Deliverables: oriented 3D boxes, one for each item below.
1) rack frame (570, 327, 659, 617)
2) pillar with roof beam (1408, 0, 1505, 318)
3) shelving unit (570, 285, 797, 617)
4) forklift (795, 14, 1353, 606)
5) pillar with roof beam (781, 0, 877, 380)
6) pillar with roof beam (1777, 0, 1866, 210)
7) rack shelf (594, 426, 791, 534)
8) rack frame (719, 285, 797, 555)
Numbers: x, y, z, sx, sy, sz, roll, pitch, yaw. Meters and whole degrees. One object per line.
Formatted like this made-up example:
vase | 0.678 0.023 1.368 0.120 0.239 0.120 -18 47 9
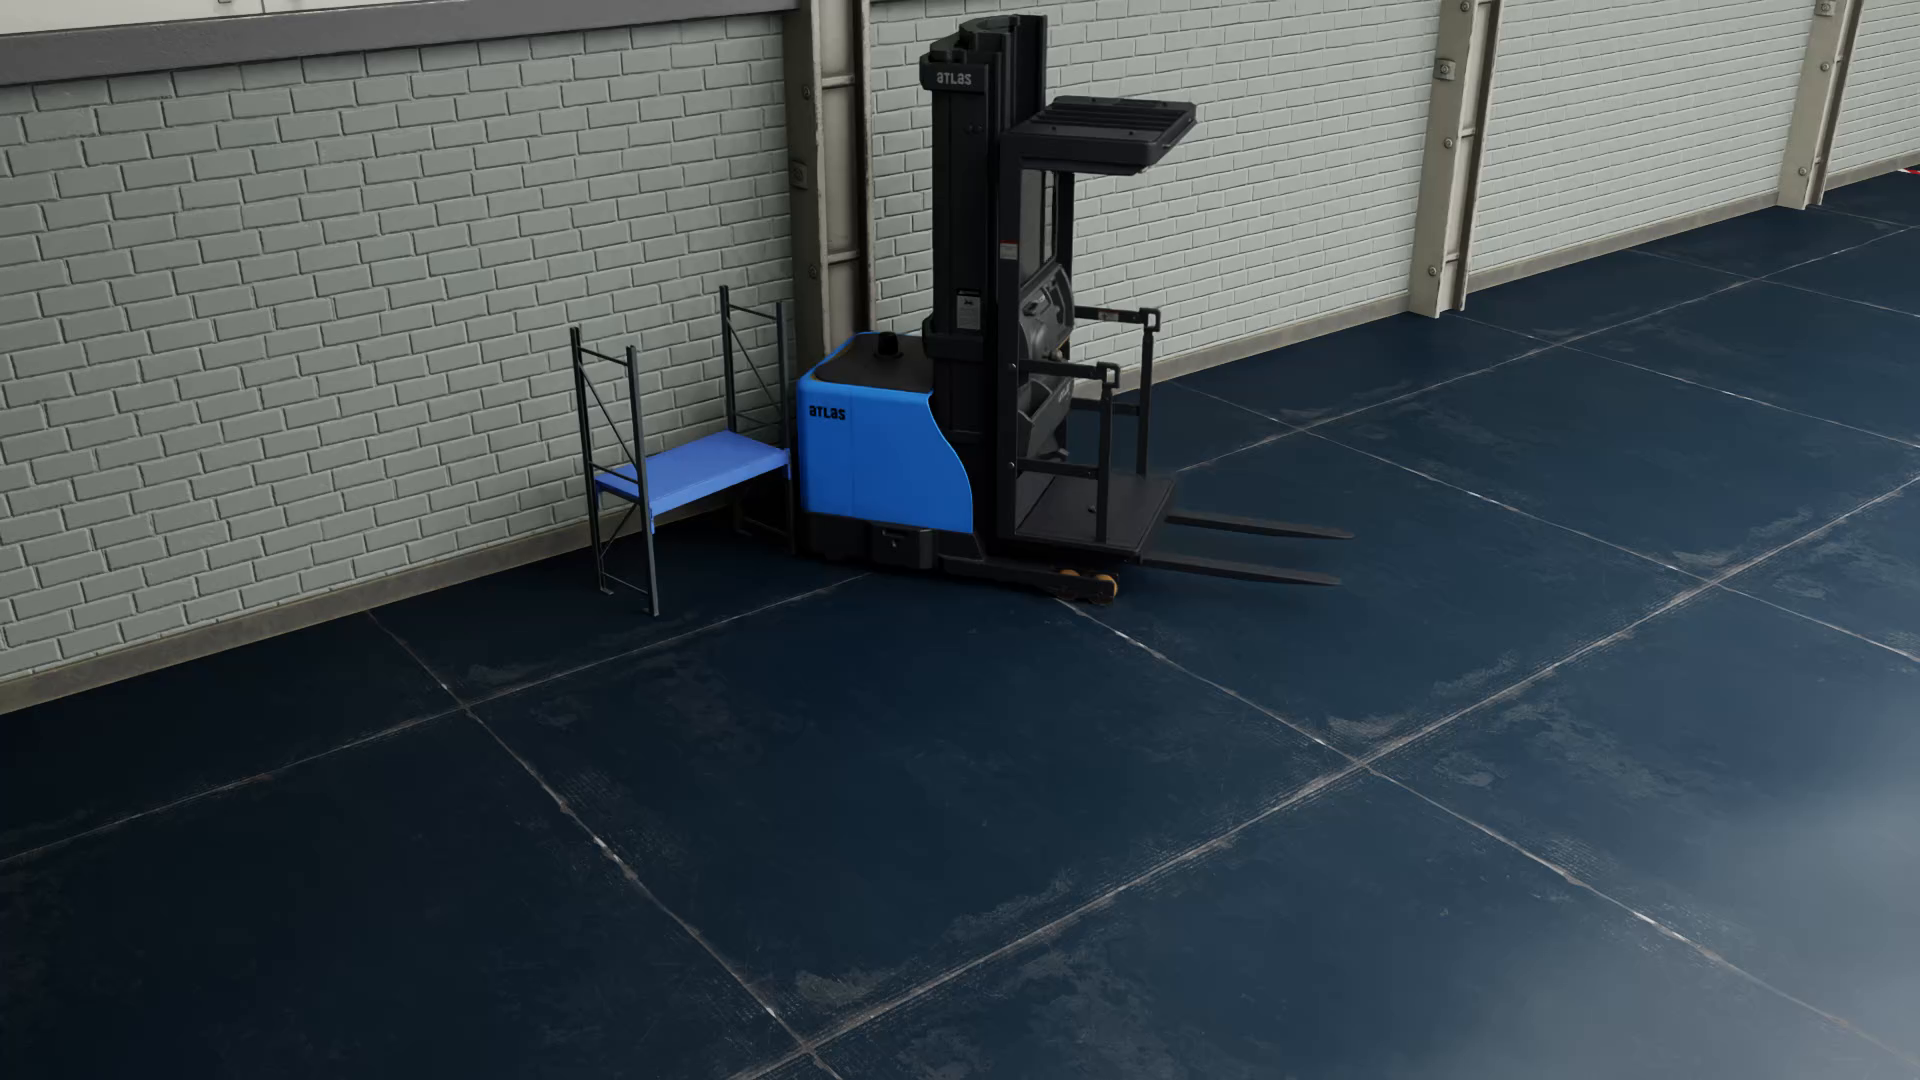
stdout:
rack frame | -1.807 -0.345 8.711 0.500 1.500 0.032 20 32 37
pillar with roof beam | 6.624 -4.581 8.930 0.400 9.000 9.100 -18 31 -34
shelving unit | -1.473 -0.506 9.059 0.538 1.500 1.048 20 32 37
forklift | 0.656 -1.226 8.910 3.031 2.935 1.130 8 26 16
pillar with roof beam | 1.902 -3.022 5.572 0.400 9.000 9.100 -18 31 -34
pillar with roof beam | 11.345 -6.139 12.289 0.400 9.000 9.100 -18 31 -34
rack shelf | -1.473 -0.343 9.135 0.538 0.185 1.000 20 32 37
rack frame | -1.139 -0.667 9.407 0.500 1.500 0.032 20 32 37
